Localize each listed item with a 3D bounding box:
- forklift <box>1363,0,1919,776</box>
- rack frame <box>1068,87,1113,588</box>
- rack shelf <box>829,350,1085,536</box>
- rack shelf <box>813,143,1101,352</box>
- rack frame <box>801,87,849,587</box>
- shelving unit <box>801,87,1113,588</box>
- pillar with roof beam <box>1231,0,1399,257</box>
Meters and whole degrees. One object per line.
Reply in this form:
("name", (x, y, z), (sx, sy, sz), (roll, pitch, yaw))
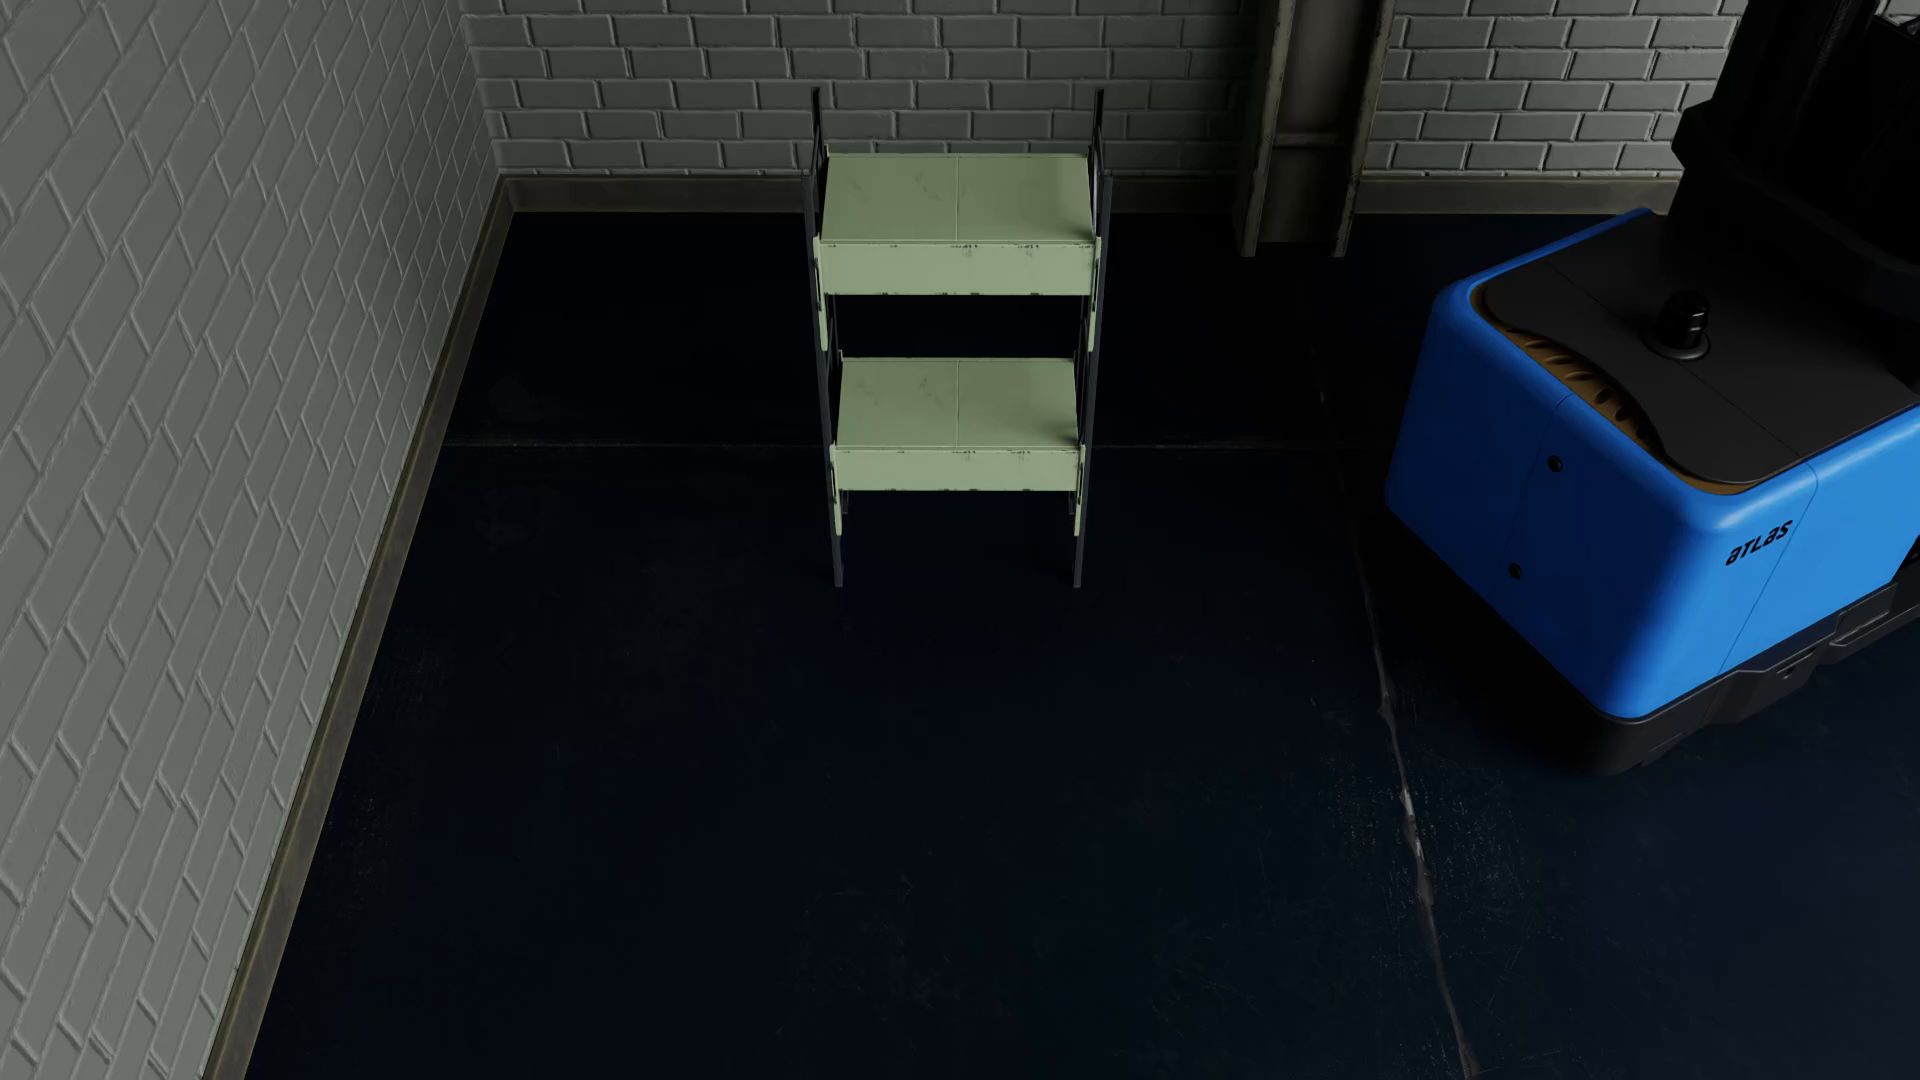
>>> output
("forklift", (2.778, -1.158, 4.326), (3.031, 2.935, 1.130), (-23, 51, -20))
("rack frame", (0.359, -0.510, 4.700), (0.023, 1.500, 0.400), (0, 47, 0))
("rack shelf", (-0.007, -0.289, 4.940), (0.720, 0.370, 0.431), (0, 47, 0))
("rack shelf", (-0.007, -0.777, 4.415), (0.720, 0.370, 0.431), (0, 47, 0))
("rack frame", (-0.373, -0.512, 4.702), (0.023, 1.500, 0.400), (0, 47, 0))
("shelving unit", (-0.007, -0.511, 4.701), (0.755, 1.500, 0.431), (0, 47, 0))
("pillar with roof beam", (1.231, -1.091, 0.117), (0.400, 9.000, 9.100), (0, 47, 0))
